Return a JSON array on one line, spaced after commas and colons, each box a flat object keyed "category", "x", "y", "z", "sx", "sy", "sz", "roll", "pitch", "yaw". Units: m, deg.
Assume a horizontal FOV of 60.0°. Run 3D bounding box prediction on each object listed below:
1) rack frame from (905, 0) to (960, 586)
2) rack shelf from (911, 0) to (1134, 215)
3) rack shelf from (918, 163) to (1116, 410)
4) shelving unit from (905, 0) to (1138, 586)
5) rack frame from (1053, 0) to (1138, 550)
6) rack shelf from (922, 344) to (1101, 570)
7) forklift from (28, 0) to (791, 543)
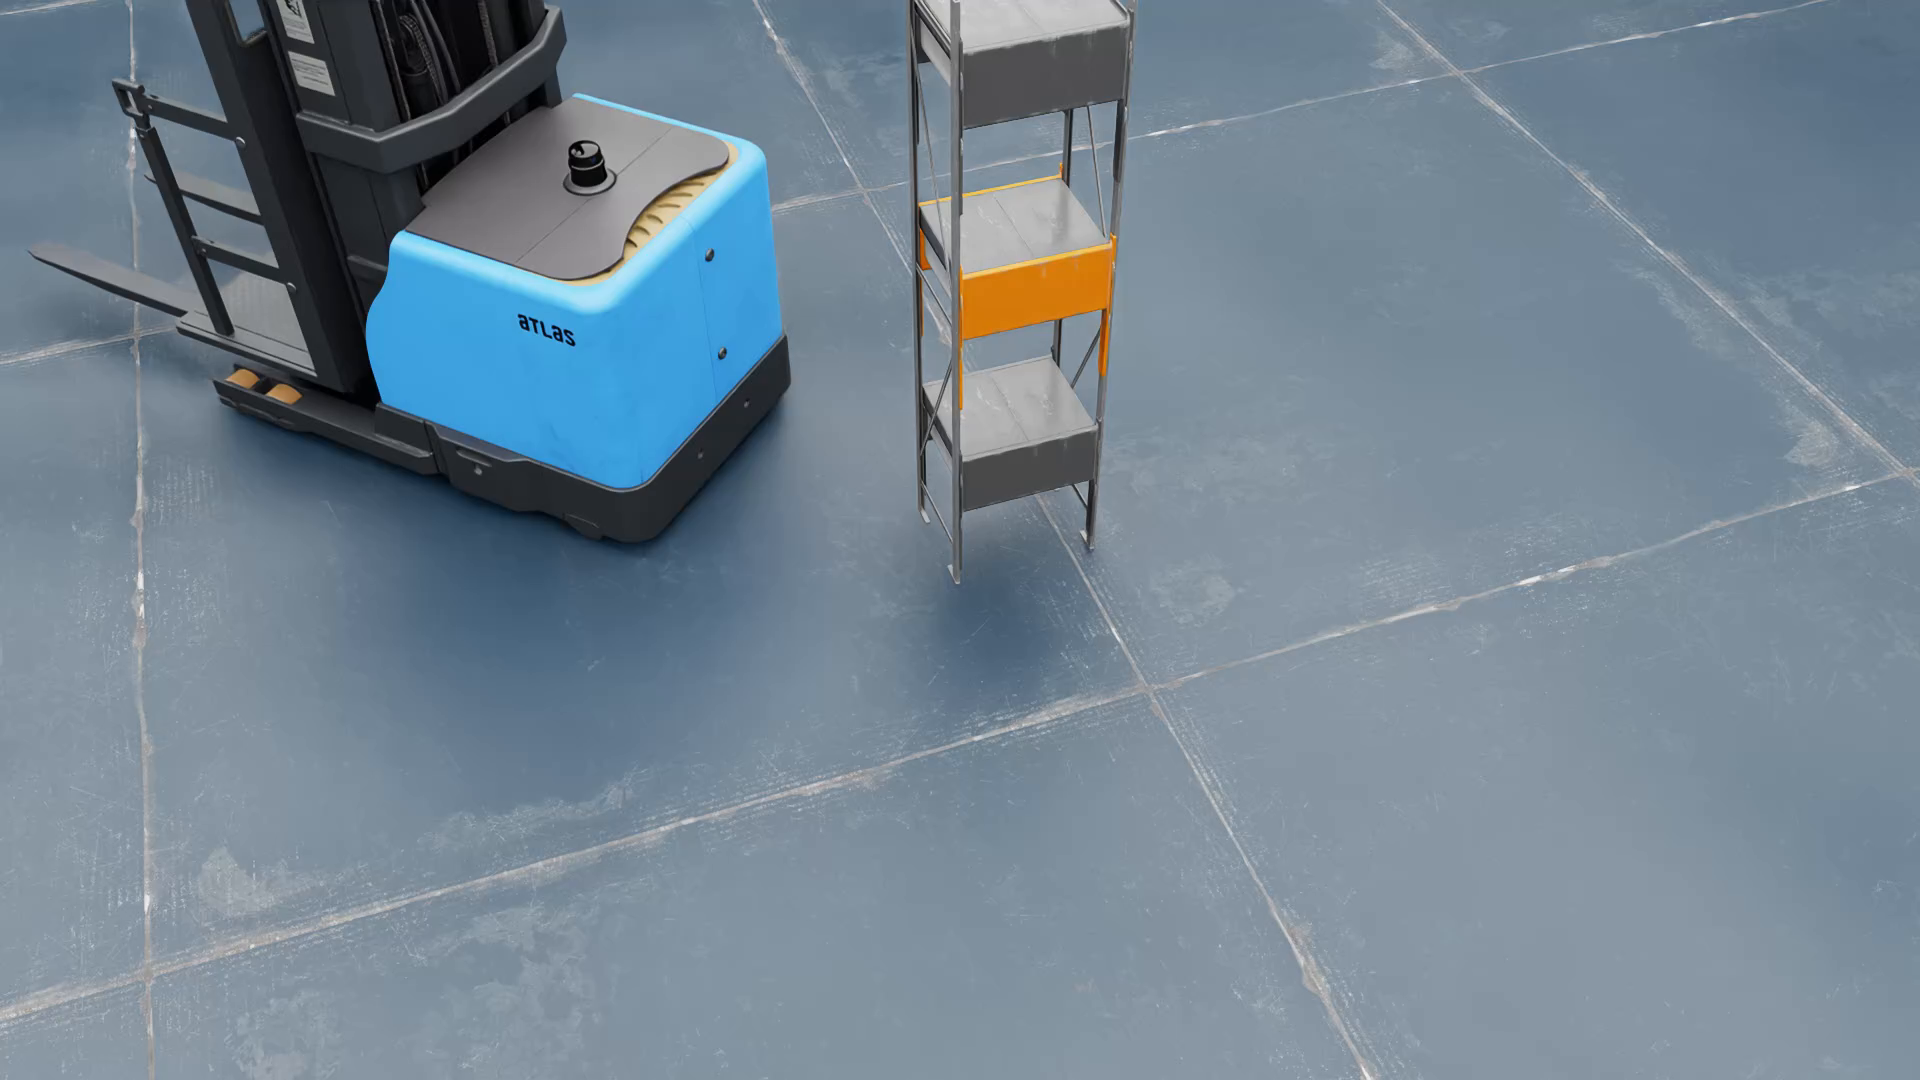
[{"category": "rack frame", "x": -0.074, "y": -0.722, "z": 4.987, "sx": 0.015, "sy": 2.100, "sz": 0.400, "roll": -14, "pitch": 47, "yaw": -14}, {"category": "rack shelf", "x": 0.156, "y": -1.266, "z": 4.560, "sx": 0.480, "sy": 0.518, "sz": 0.431, "roll": -14, "pitch": 47, "yaw": -14}, {"category": "rack shelf", "x": 0.156, "y": -0.771, "z": 5.056, "sx": 0.480, "sy": 0.518, "sz": 0.431, "roll": -14, "pitch": 47, "yaw": -14}, {"category": "shelving unit", "x": 0.156, "y": -0.781, "z": 5.046, "sx": 0.503, "sy": 2.100, "sz": 0.431, "roll": -14, "pitch": 47, "yaw": -14}, {"category": "rack frame", "x": 0.385, "y": -0.840, "z": 5.104, "sx": 0.015, "sy": 2.100, "sz": 0.400, "roll": -14, "pitch": 47, "yaw": -14}, {"category": "rack shelf", "x": 0.156, "y": -0.277, "z": 5.551, "sx": 0.480, "sy": 0.518, "sz": 0.431, "roll": -14, "pitch": 47, "yaw": -14}, {"category": "forklift", "x": -2.187, "y": -1.758, "z": 5.433, "sx": 3.031, "sy": 2.935, "sz": 1.130, "roll": 19, "pitch": 48, "yaw": 18}]
